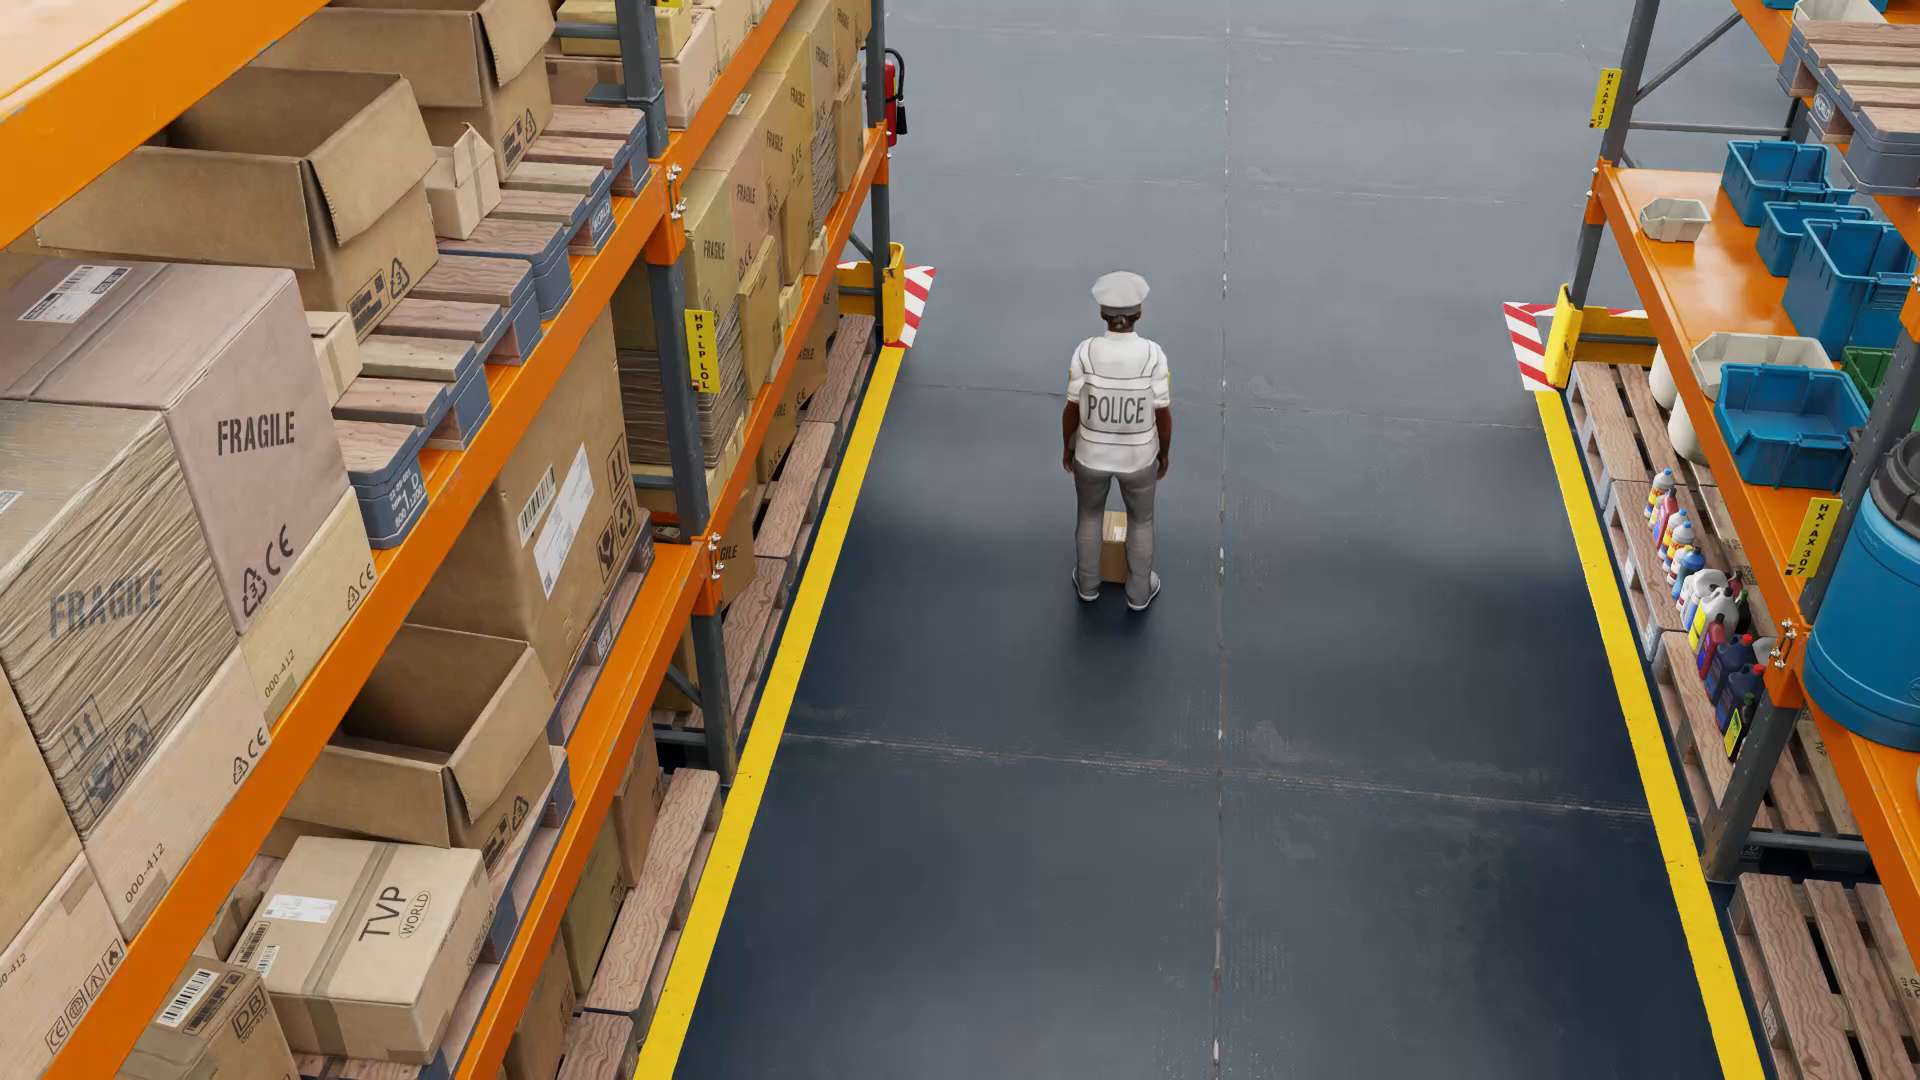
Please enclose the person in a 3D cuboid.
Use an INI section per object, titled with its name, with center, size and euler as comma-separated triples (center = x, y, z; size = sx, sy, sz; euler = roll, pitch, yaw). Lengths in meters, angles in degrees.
[person]
center = 0.715, -0.402, 7.587
size = 0.503, 1.656, 0.421
euler = 4, 37, 6
